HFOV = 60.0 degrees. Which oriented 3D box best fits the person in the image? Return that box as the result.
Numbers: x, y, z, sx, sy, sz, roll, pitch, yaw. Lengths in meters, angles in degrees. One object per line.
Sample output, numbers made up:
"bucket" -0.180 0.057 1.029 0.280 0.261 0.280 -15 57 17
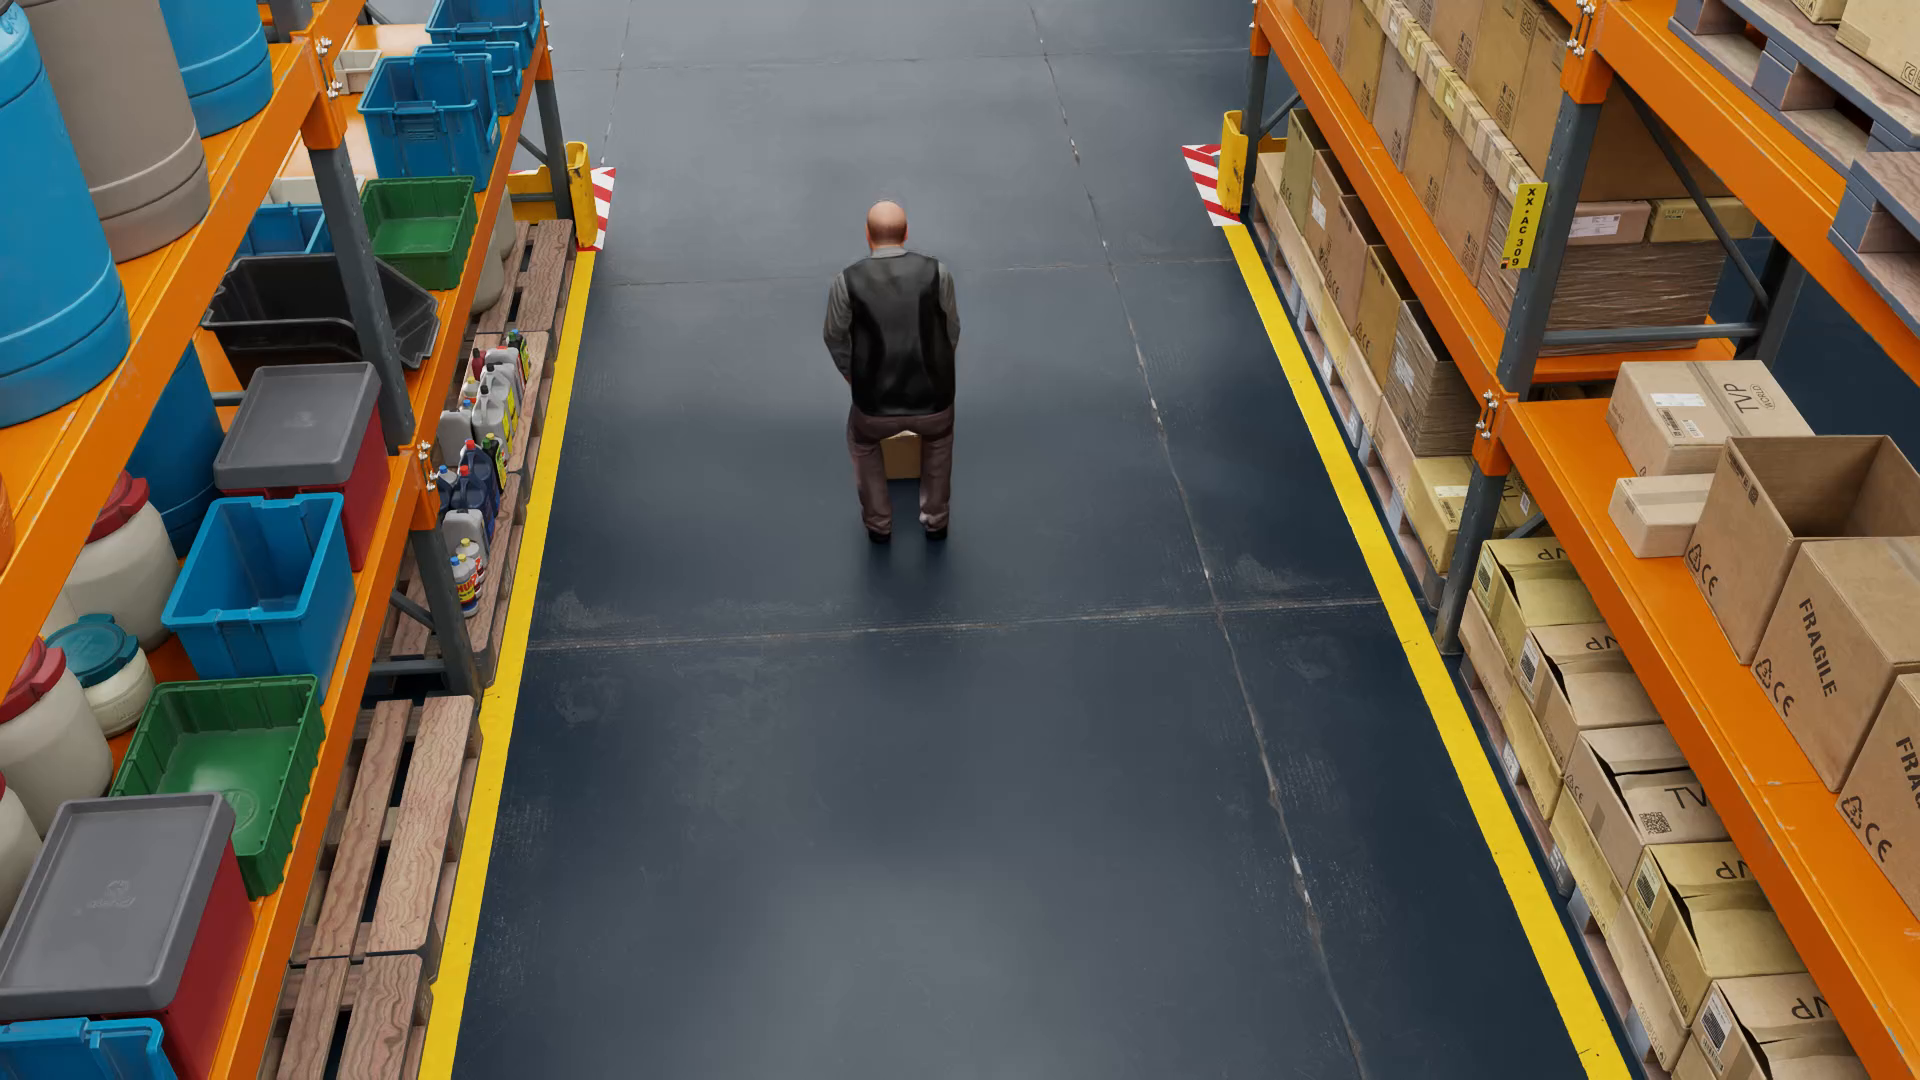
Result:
"person" -0.284 -0.668 7.177 0.588 1.514 0.625 -3 39 -4
